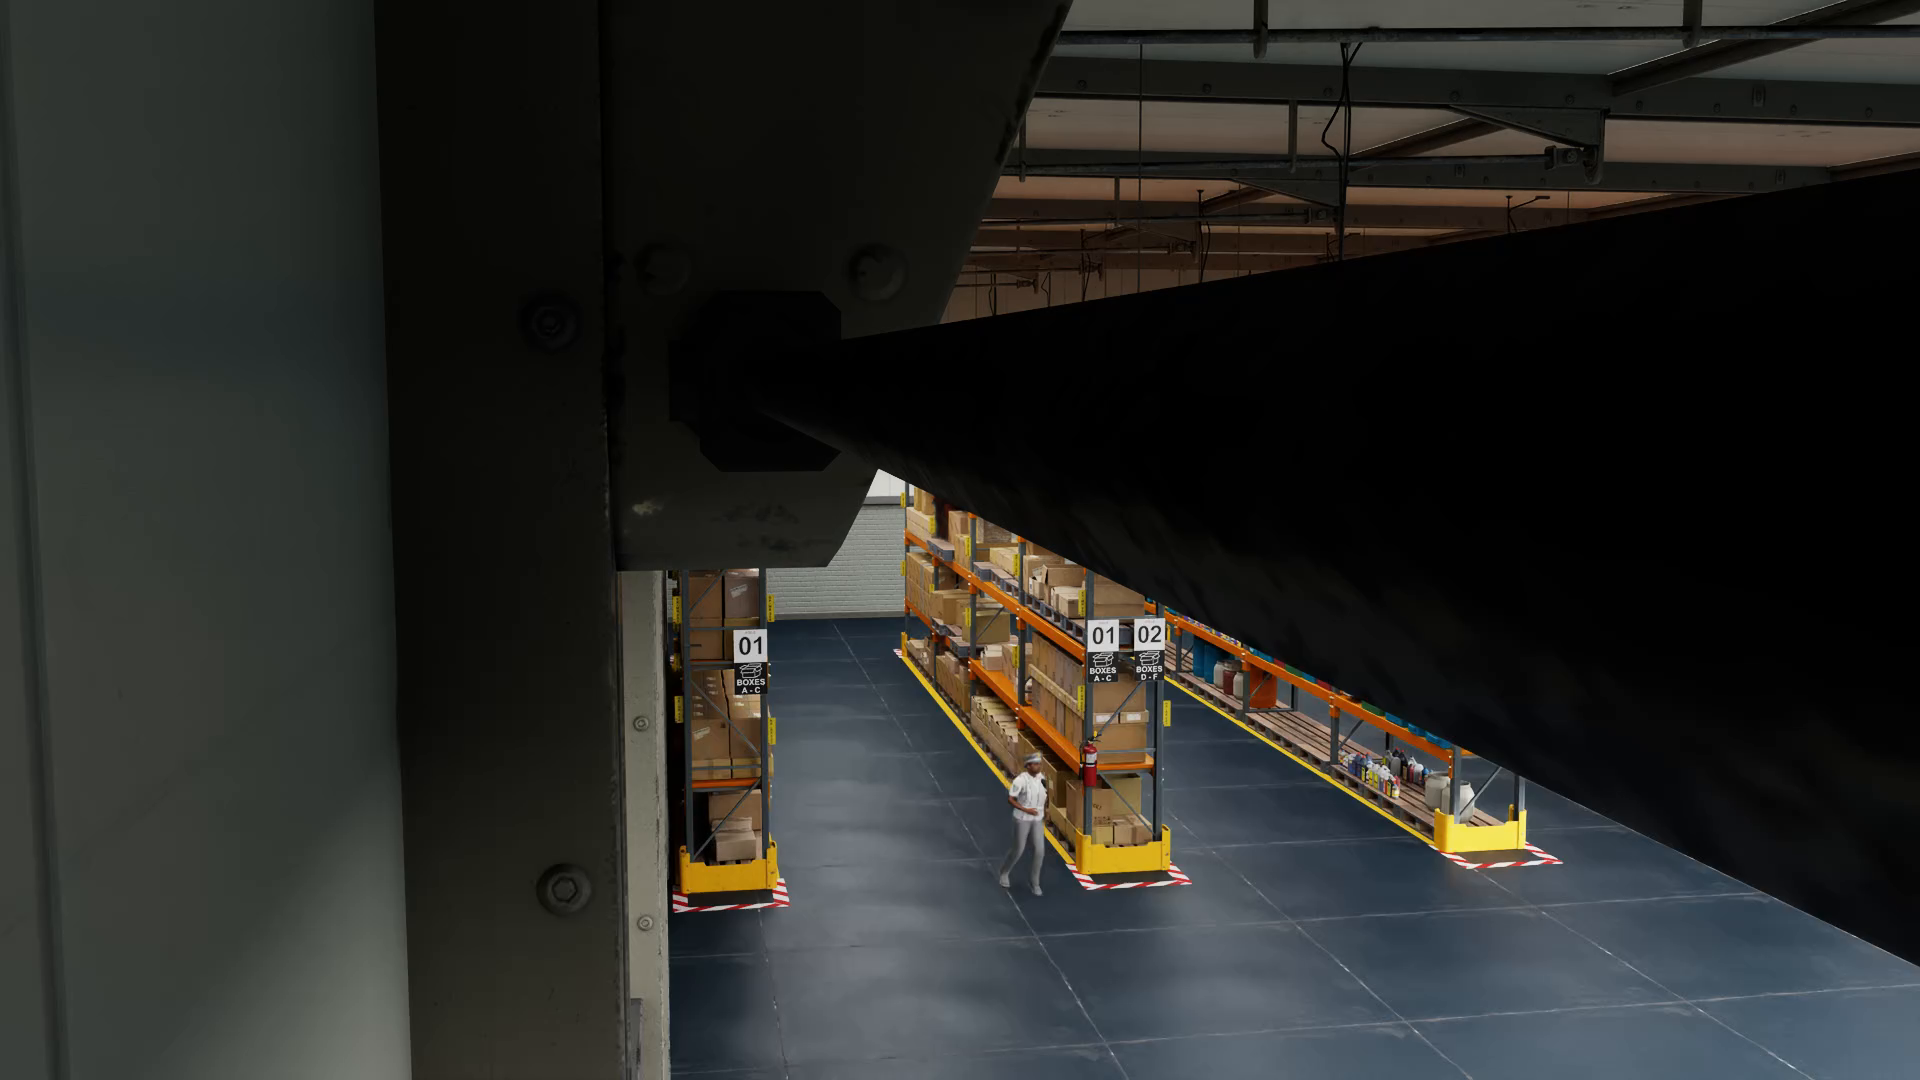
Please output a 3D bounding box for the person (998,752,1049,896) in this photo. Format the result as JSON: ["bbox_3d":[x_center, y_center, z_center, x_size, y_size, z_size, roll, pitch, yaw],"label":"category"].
[{"bbox_3d":[0.819,3.428,20.190,0.609,1.763,0.685,-4,7,-35],"label":"person"}]
